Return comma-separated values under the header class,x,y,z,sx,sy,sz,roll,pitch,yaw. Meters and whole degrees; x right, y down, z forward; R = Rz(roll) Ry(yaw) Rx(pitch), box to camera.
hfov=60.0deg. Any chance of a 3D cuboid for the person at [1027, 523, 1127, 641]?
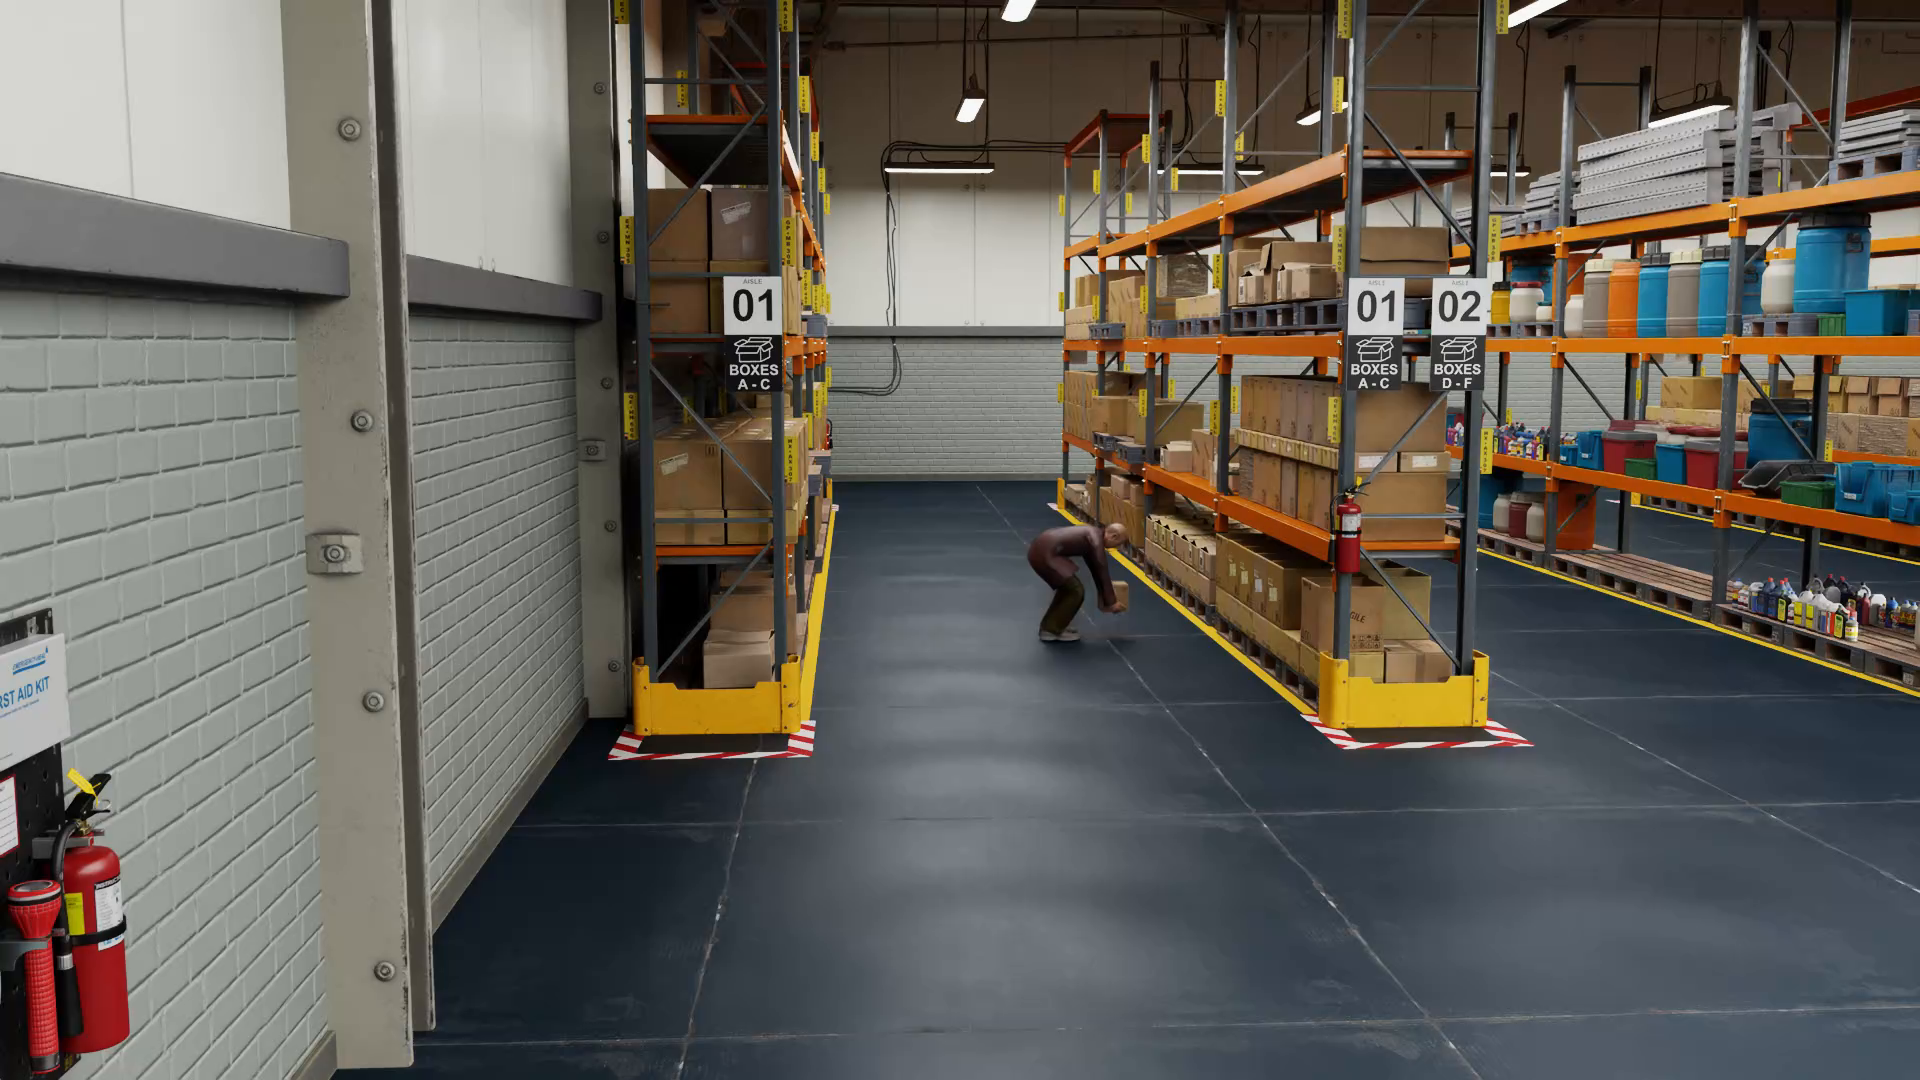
class,x,y,z,sx,sy,sz,roll,pitch,yaw
person,1.097,0.389,15.521,0.942,1.069,0.590,-1,7,-7
